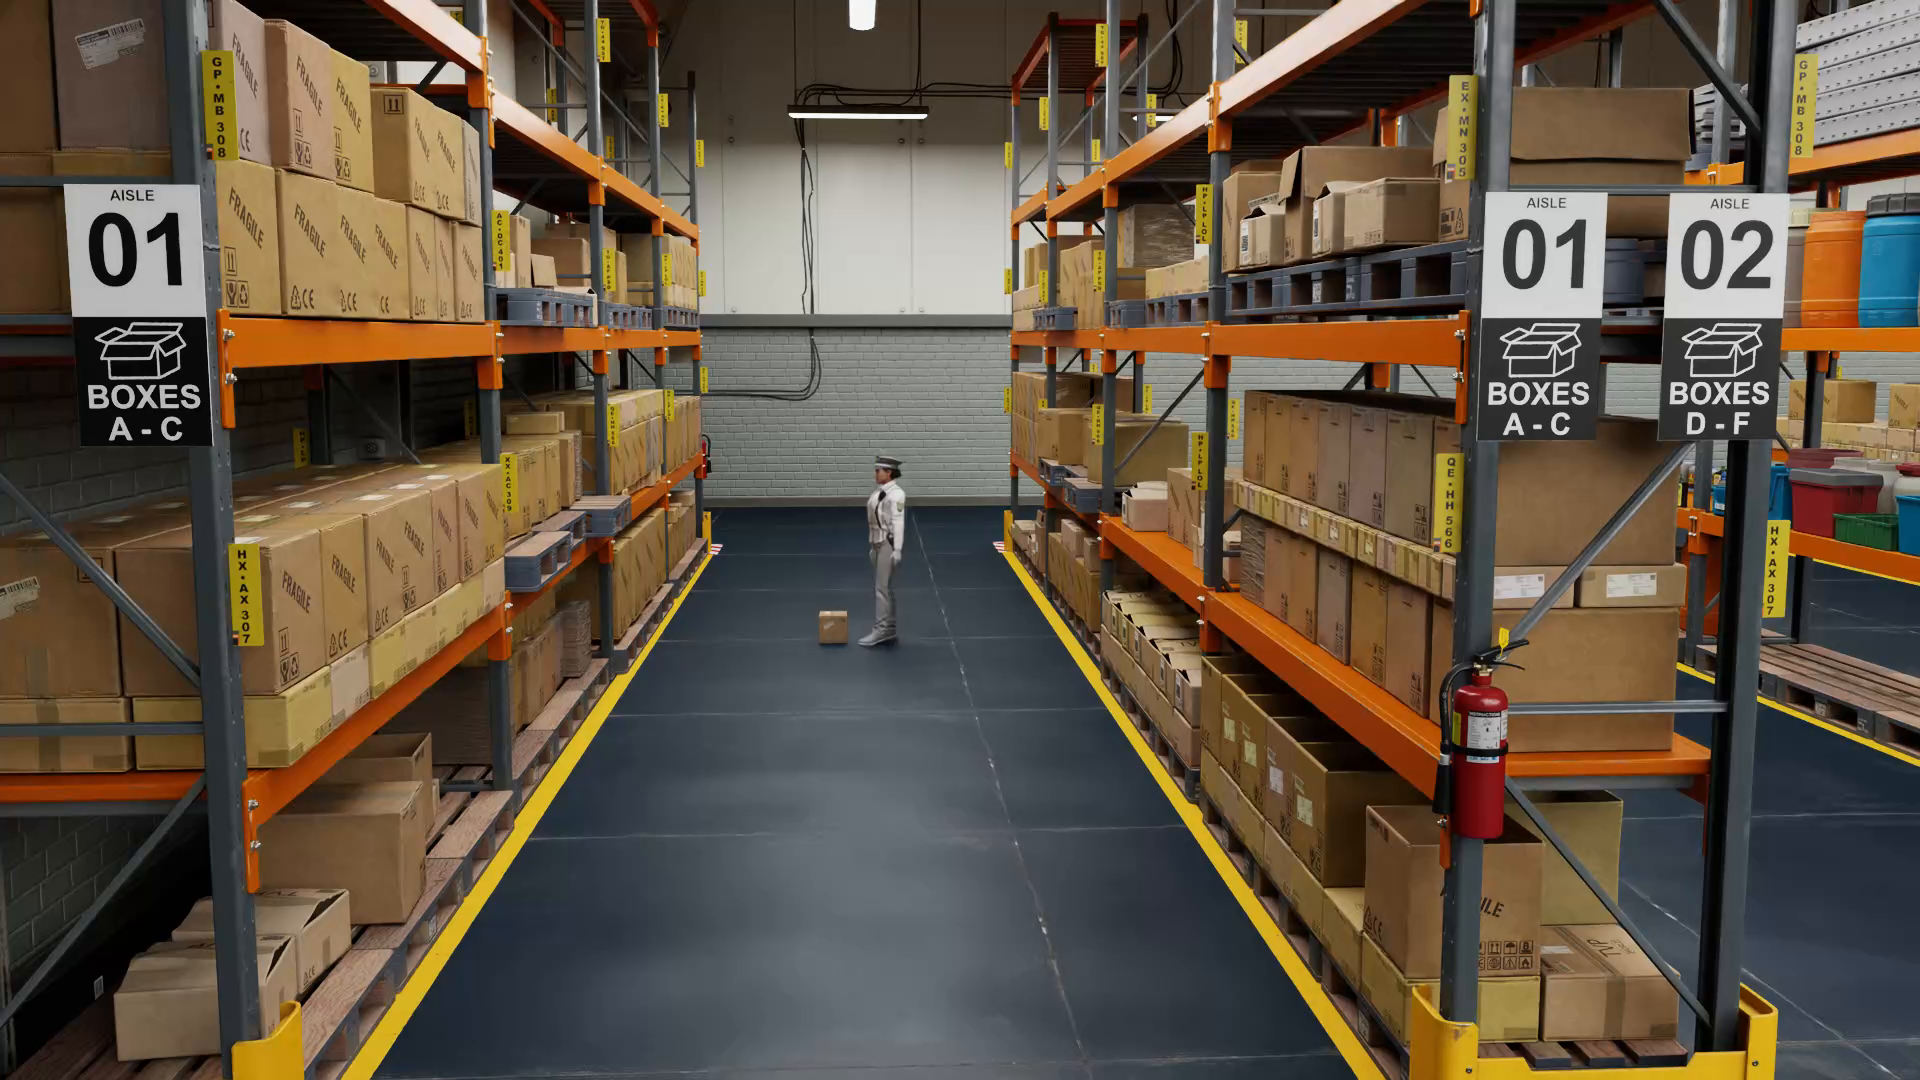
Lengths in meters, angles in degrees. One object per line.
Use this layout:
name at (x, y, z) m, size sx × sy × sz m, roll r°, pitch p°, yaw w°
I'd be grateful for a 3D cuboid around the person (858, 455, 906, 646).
person at (-0.756, 0.082, 14.965) m, size 0.528 × 1.686 × 0.530 m, roll -3°, pitch 8°, yaw -26°
